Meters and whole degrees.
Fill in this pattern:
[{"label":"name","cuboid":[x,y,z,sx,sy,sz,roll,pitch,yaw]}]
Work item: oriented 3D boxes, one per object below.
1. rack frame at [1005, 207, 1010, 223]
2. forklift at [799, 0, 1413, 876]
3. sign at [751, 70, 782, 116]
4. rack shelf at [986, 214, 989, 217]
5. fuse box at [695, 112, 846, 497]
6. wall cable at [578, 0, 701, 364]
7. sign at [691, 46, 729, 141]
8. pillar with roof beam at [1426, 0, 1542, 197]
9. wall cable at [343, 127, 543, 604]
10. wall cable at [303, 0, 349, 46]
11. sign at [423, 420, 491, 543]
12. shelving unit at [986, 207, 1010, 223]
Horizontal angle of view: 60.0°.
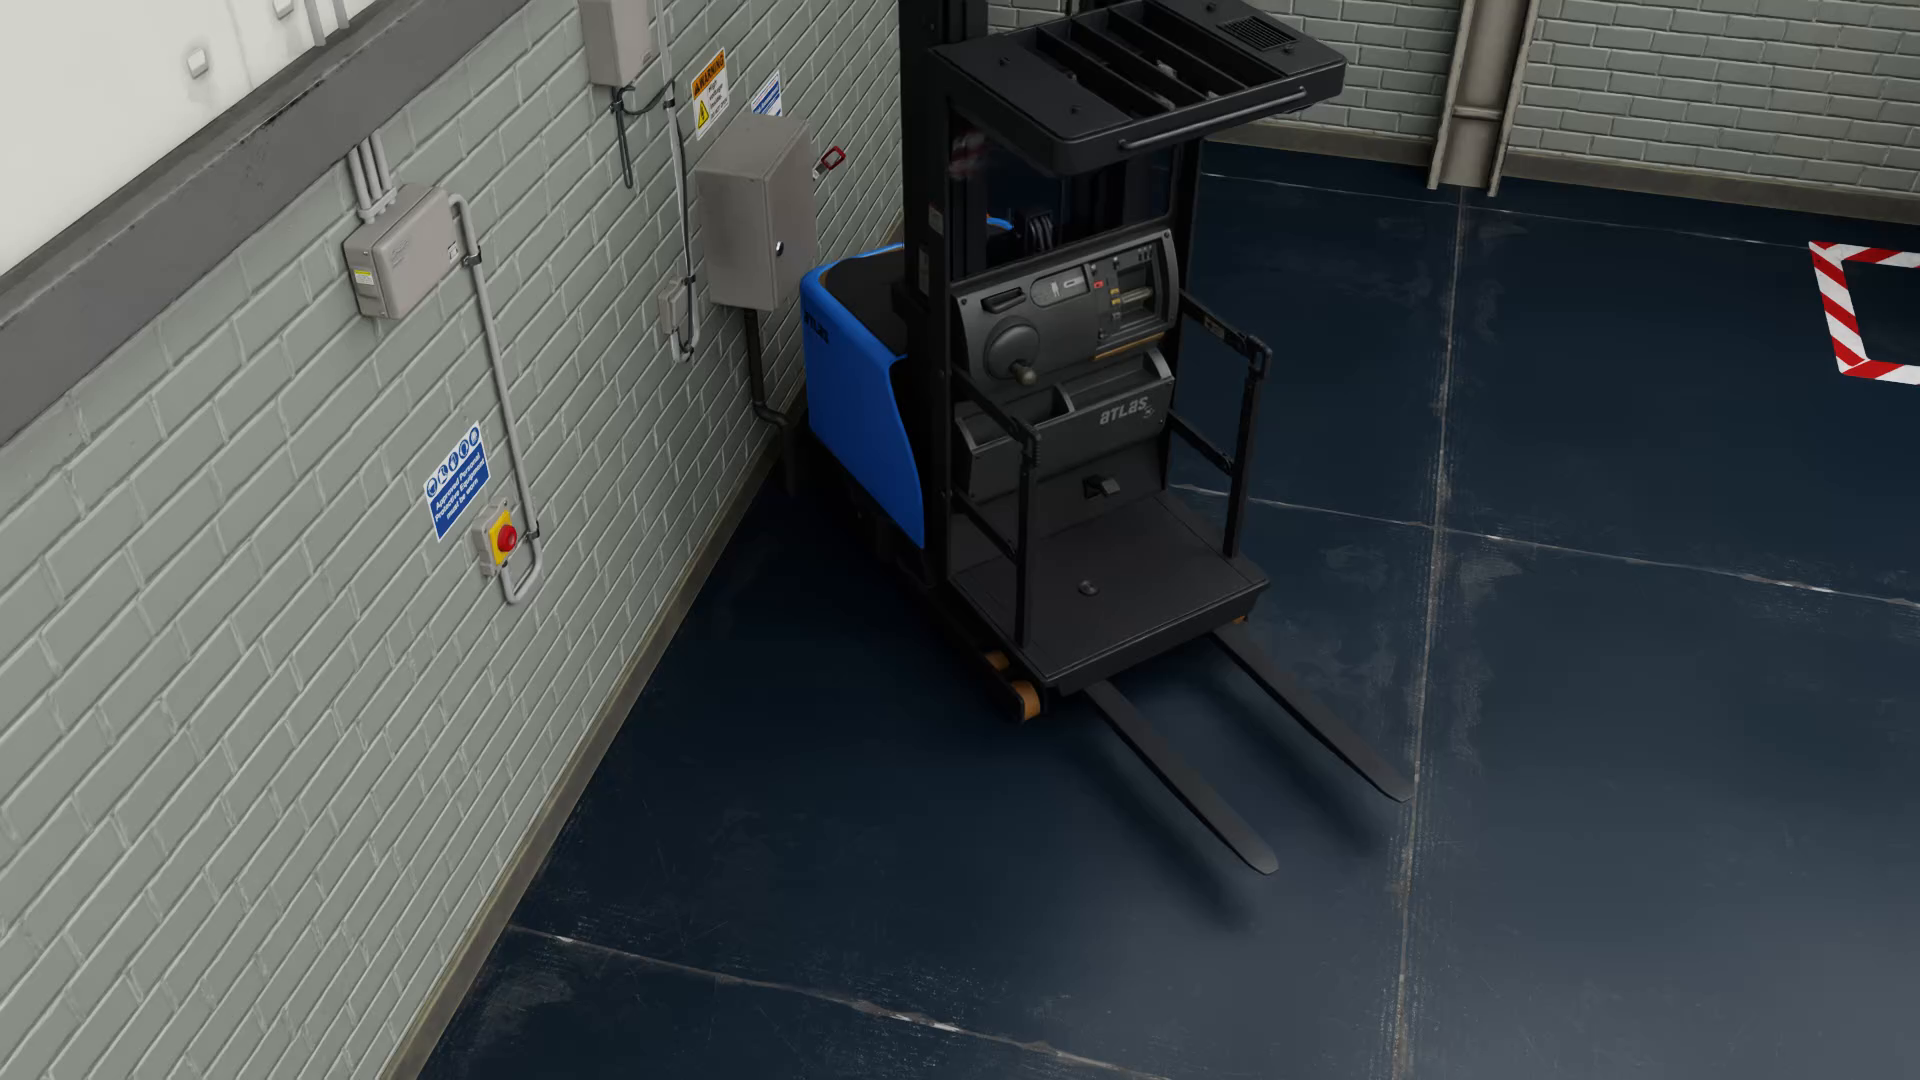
[{"label":"rack frame","cuboid":[0.129,-1.044,7.676,0.200,1.050,0.008,-18,43,-20]},{"label":"forklift","cuboid":[0.515,-0.770,5.887,1.130,2.935,3.031,-22,45,-24]},{"label":"sign","cuboid":[-0.800,-1.677,6.988,0.001,0.494,0.329,10,41,11]},{"label":"rack shelf","cuboid":[0.075,-1.323,7.584,0.215,0.259,0.240,-18,43,-20]},{"label":"fuse box","cuboid":[-0.728,-0.879,6.966,0.414,1.711,0.539,10,41,11]},{"label":"wall cable","cuboid":[-1.056,-1.363,5.751,0.122,1.984,0.588,10,41,11]},{"label":"sign","cuboid":[-0.942,-1.688,6.286,0.001,0.242,0.339,10,41,11]},{"label":"pillar with roof beam","cuboid":[1.836,-2.884,3.686,0.400,9.000,9.100,10,41,11]},{"label":"wall cable","cuboid":[-1.412,-0.492,4.689,0.123,1.953,0.585,10,41,11]},{"label":"wall cable","cuboid":[-1.526,-2.236,2.915,0.029,3.000,0.463,10,41,11]},{"label":"sign","cuboid":[-1.483,-0.175,4.916,0.001,0.218,0.327,10,41,11]},{"label":"shelving unit","cuboid":[0.075,-1.114,7.760,0.215,1.050,0.252,-18,43,-20]}]
